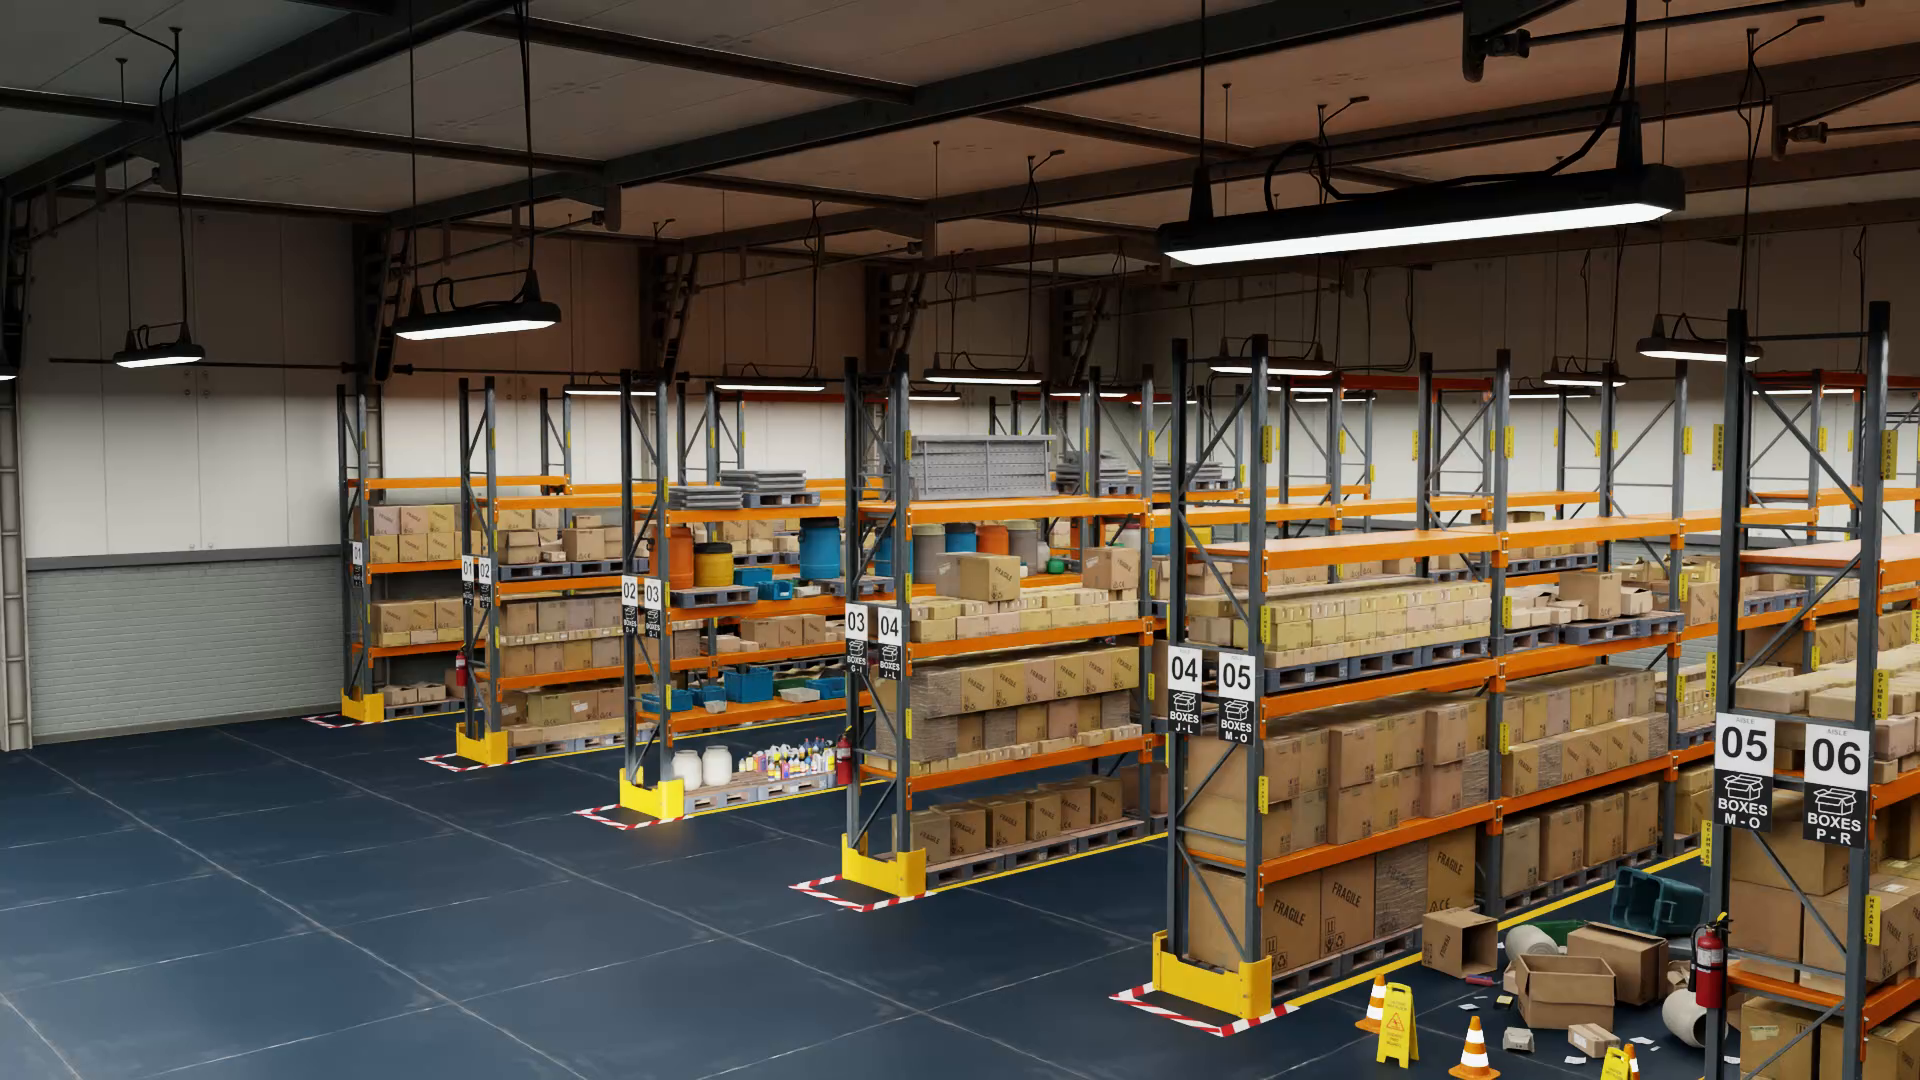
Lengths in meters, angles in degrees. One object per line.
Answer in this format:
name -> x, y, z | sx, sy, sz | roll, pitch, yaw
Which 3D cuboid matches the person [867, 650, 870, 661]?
person -> -2.104, 1.808, 35.007 | 0.529, 1.624, 1.018 | 3, 5, 36
